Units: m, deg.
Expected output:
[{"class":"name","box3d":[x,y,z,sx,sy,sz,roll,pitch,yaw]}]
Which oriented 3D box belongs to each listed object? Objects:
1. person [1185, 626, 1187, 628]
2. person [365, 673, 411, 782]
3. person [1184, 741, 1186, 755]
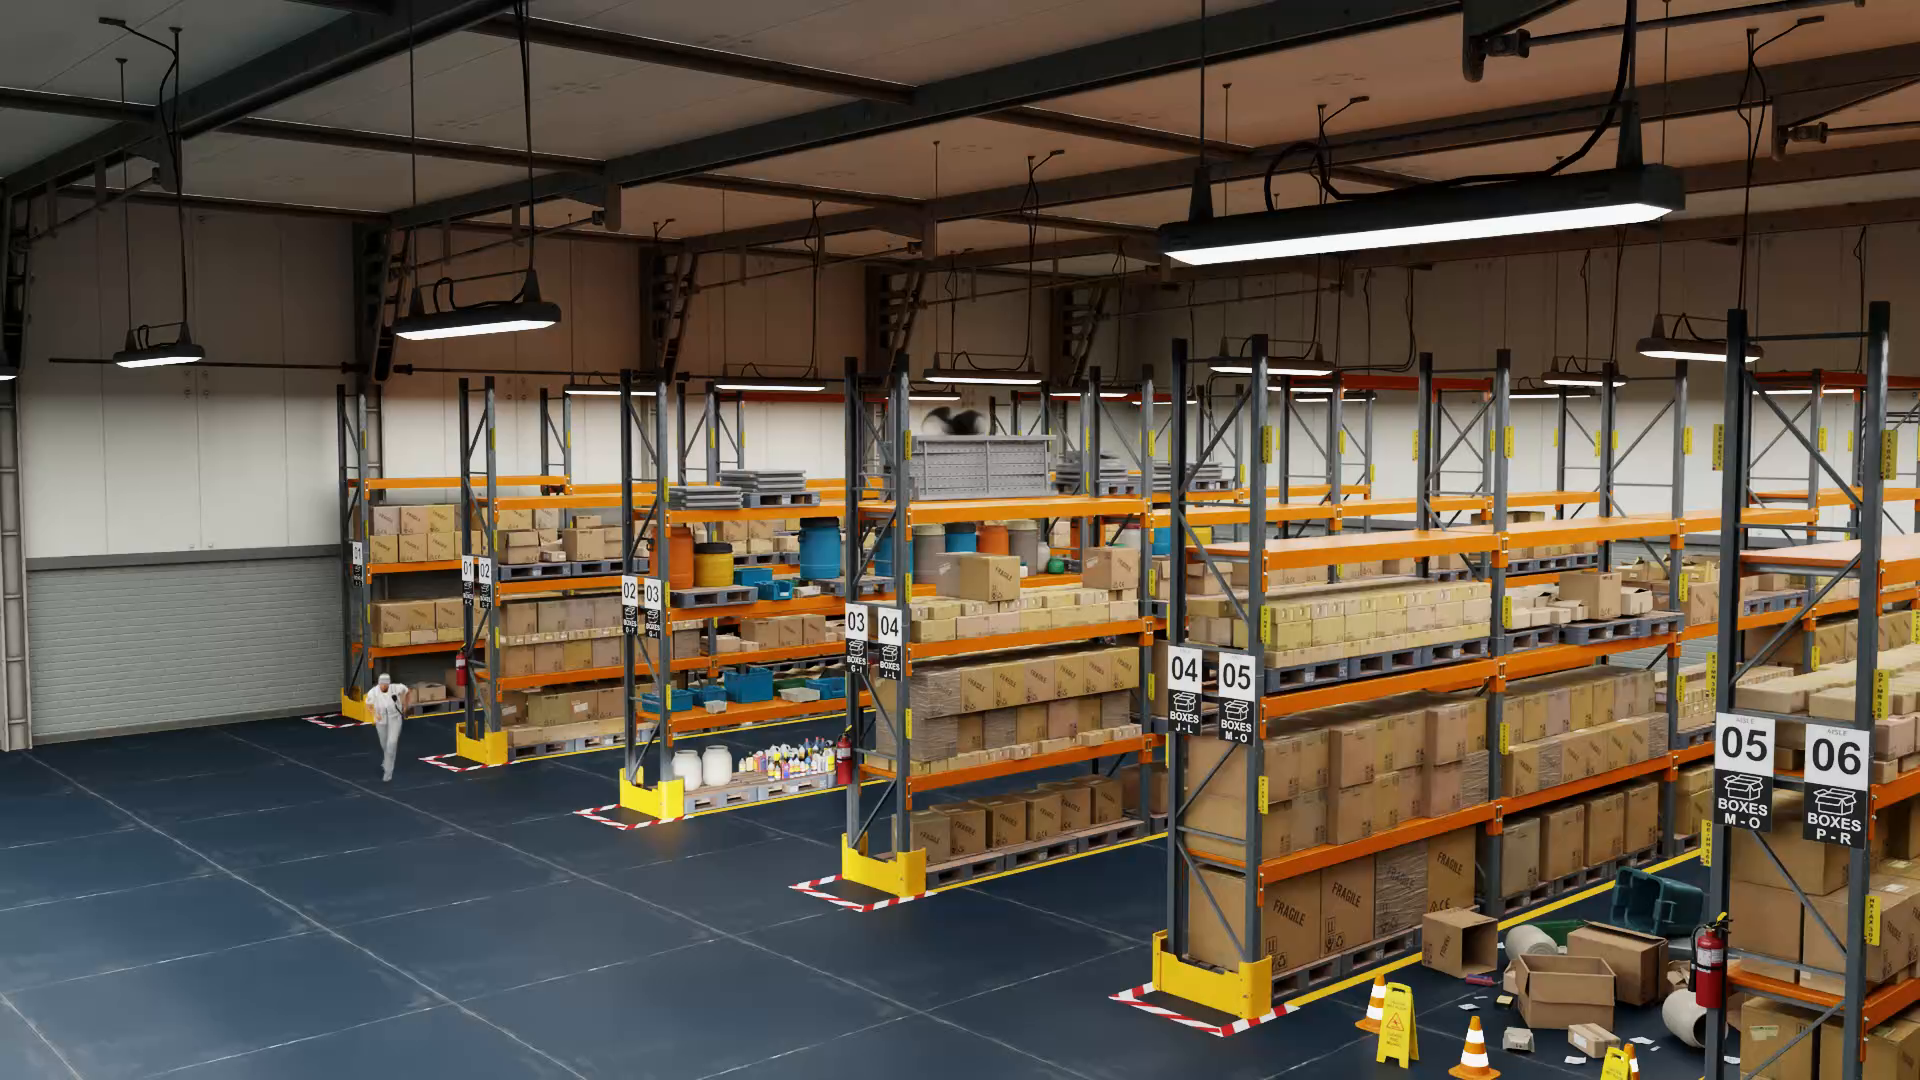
[{"class":"person","box3d":[5.190,1.848,37.273,0.735,1.740,0.590,-2,4,-31]},{"class":"person","box3d":[-8.564,2.764,24.927,0.645,1.641,1.028,-1,4,-16]},{"class":"person","box3d":[3.546,2.703,24.965,0.617,1.687,1.045,4,5,44]}]
